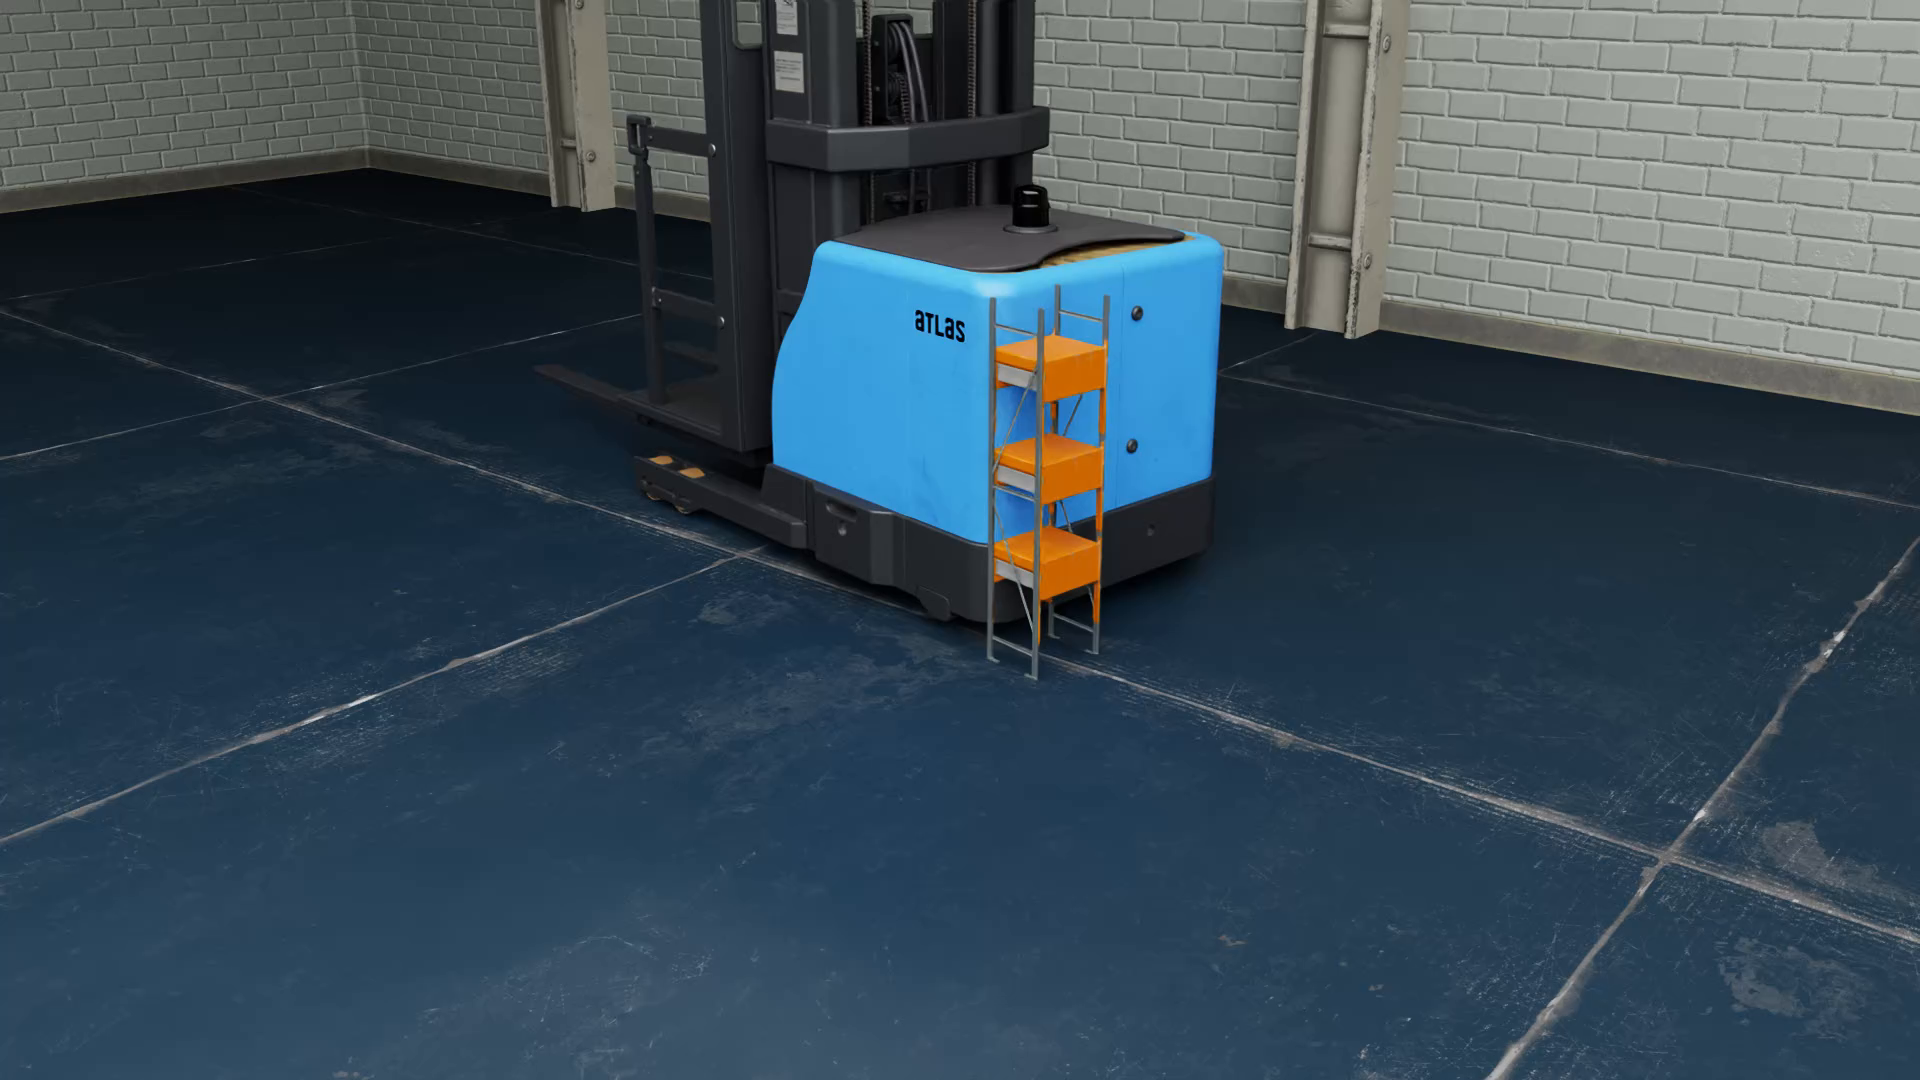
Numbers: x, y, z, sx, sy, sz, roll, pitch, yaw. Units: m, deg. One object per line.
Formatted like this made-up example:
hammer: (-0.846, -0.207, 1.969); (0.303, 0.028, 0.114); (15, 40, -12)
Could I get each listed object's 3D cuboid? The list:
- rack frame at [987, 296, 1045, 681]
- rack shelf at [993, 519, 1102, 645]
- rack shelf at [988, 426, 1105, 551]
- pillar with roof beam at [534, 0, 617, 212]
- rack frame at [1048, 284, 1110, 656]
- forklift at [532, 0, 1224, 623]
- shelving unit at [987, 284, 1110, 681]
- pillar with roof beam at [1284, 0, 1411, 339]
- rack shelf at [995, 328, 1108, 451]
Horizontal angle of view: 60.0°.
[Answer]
rack frame: (0.147, -0.126, 4.515); (0.008, 1.050, 0.200); (-18, 27, -39)
rack shelf: (0.238, 0.115, 4.693); (0.240, 0.259, 0.215); (-18, 27, -39)
rack shelf: (0.238, -0.145, 4.595); (0.240, 0.259, 0.215); (-18, 27, -39)
pillar with roof beam: (-5.453, -5.465, 7.408); (0.400, 9.000, 9.100); (16, 26, 36)
rack frame: (0.329, -0.184, 4.668); (0.008, 1.050, 0.200); (-18, 27, -39)
forklift: (-0.533, -1.568, 5.671); (1.130, 2.935, 3.031); (-18, 27, -39)
shelving unit: (0.238, -0.155, 4.591); (0.252, 1.050, 0.215); (-18, 27, -39)
pillar with roof beam: (-0.805, -4.127, 3.858); (0.400, 9.000, 9.100); (16, 26, 36)
rack shelf: (0.238, -0.411, 4.495); (0.240, 0.259, 0.215); (-18, 27, -39)
